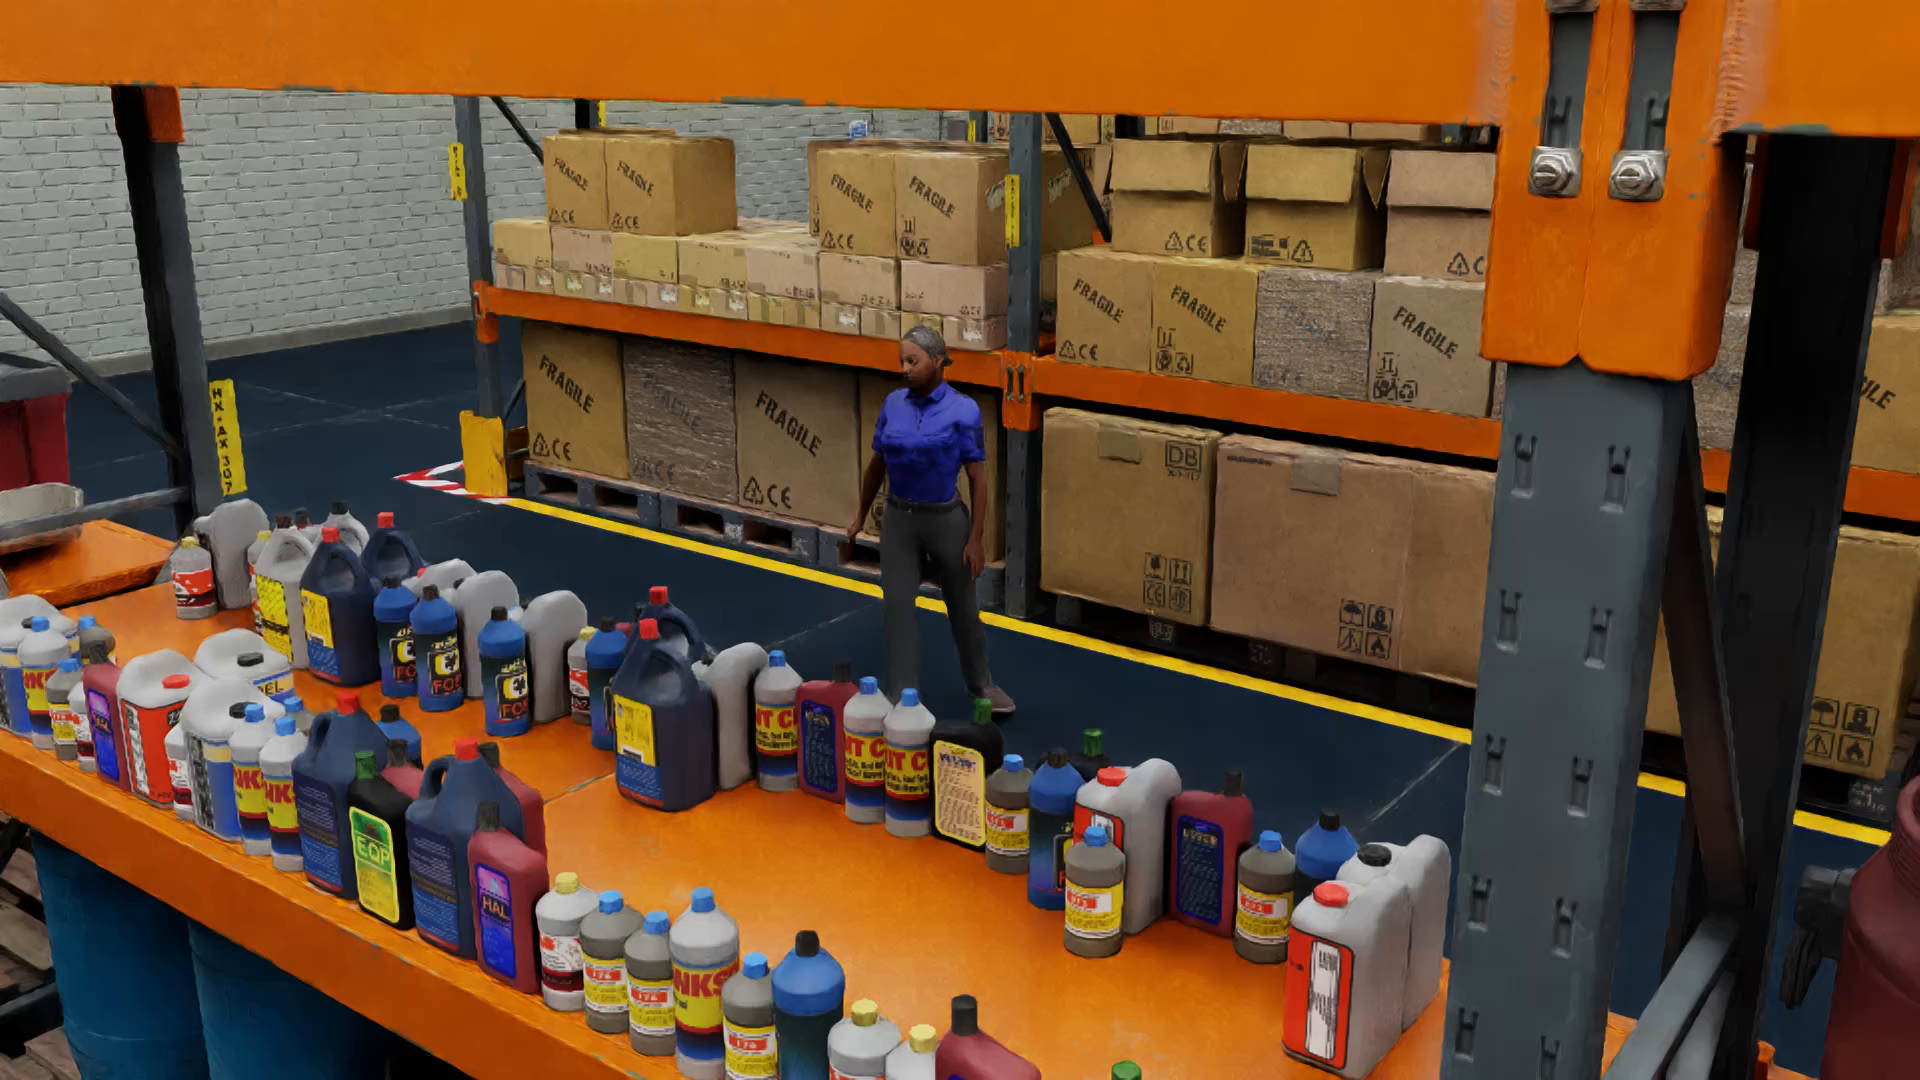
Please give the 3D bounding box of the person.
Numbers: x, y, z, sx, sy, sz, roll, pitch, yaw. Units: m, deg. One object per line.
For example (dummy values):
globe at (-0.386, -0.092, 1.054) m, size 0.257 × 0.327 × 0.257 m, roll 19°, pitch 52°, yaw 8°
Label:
person at (-0.146, -0.046, 6.685) m, size 0.687 × 1.645 × 0.622 m, roll 6°, pitch 18°, yaw 20°
